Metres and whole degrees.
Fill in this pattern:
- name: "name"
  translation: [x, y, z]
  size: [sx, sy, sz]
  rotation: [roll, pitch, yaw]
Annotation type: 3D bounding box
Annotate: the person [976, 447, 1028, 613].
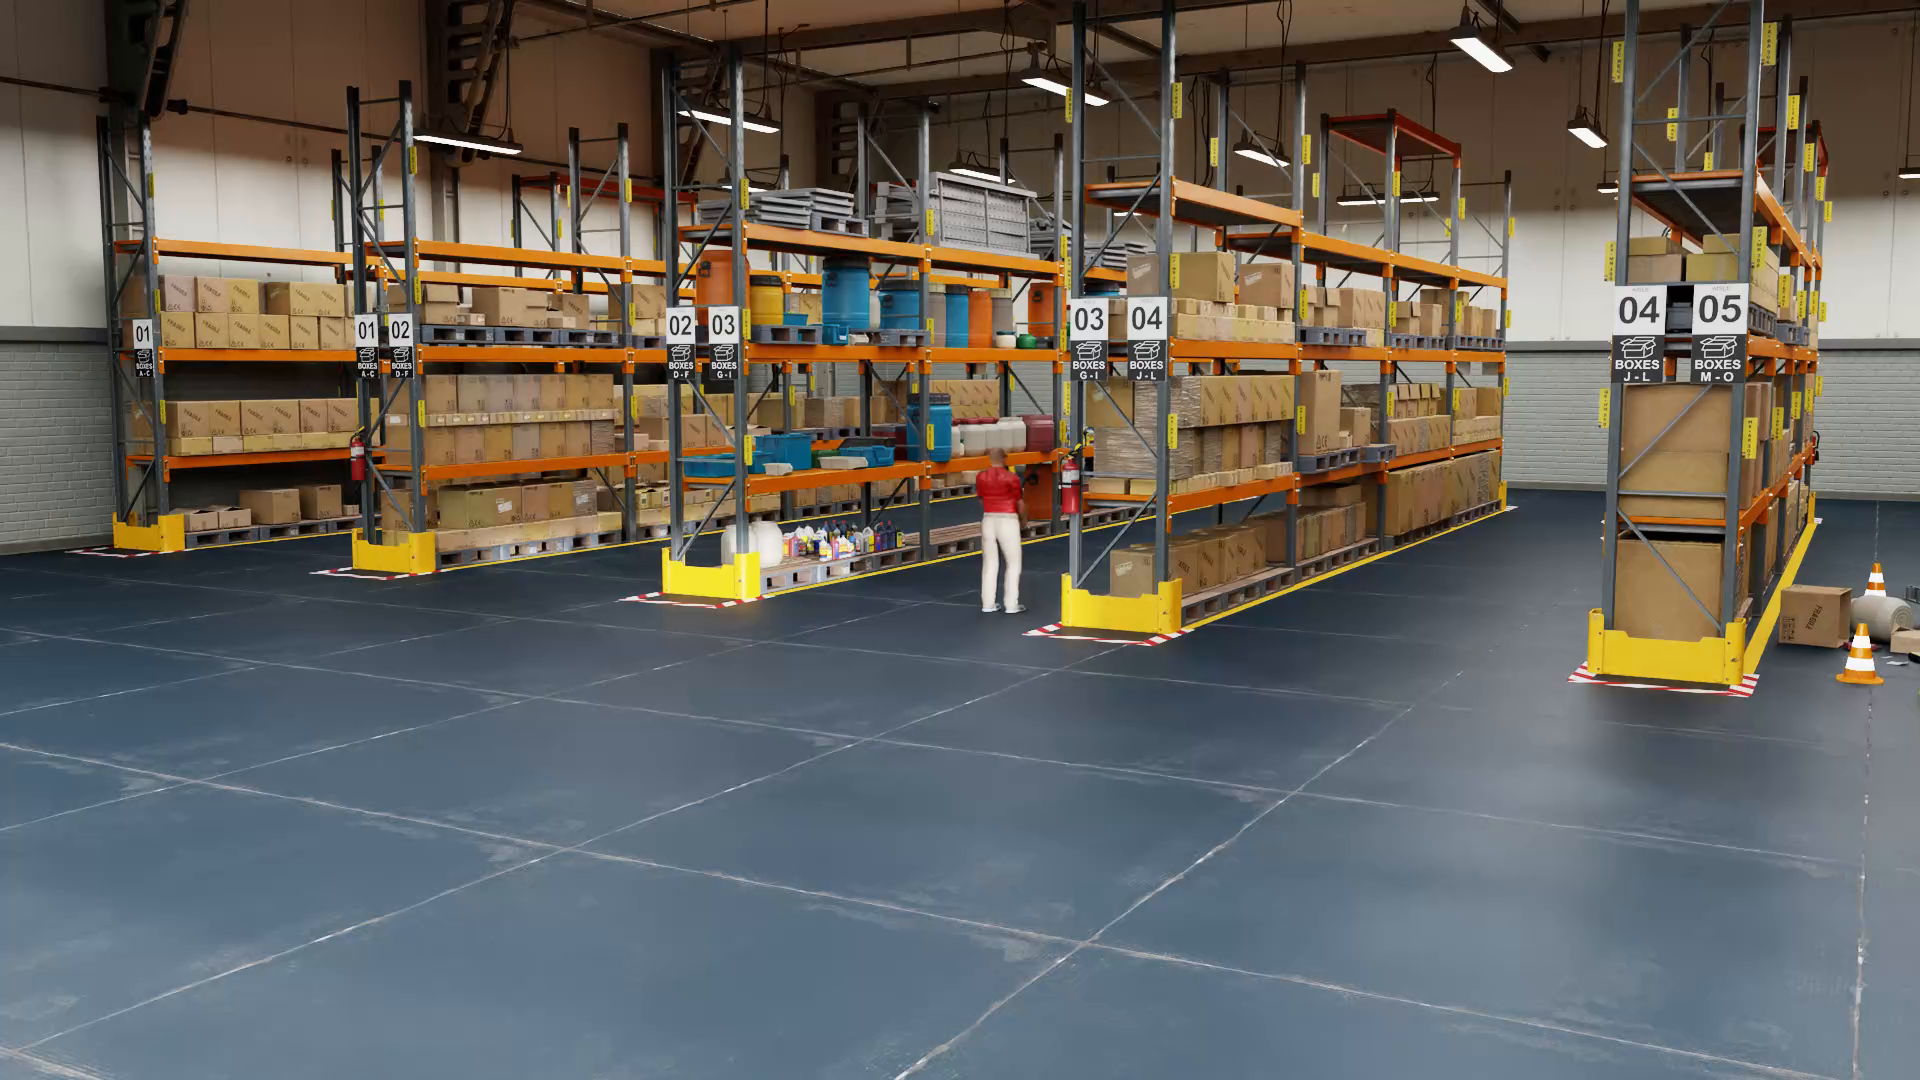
- name: "person"
  translation: [0.454, -0.075, 17.320]
  size: [0.514, 1.645, 0.530]
  rotation: [3, 7, 28]
